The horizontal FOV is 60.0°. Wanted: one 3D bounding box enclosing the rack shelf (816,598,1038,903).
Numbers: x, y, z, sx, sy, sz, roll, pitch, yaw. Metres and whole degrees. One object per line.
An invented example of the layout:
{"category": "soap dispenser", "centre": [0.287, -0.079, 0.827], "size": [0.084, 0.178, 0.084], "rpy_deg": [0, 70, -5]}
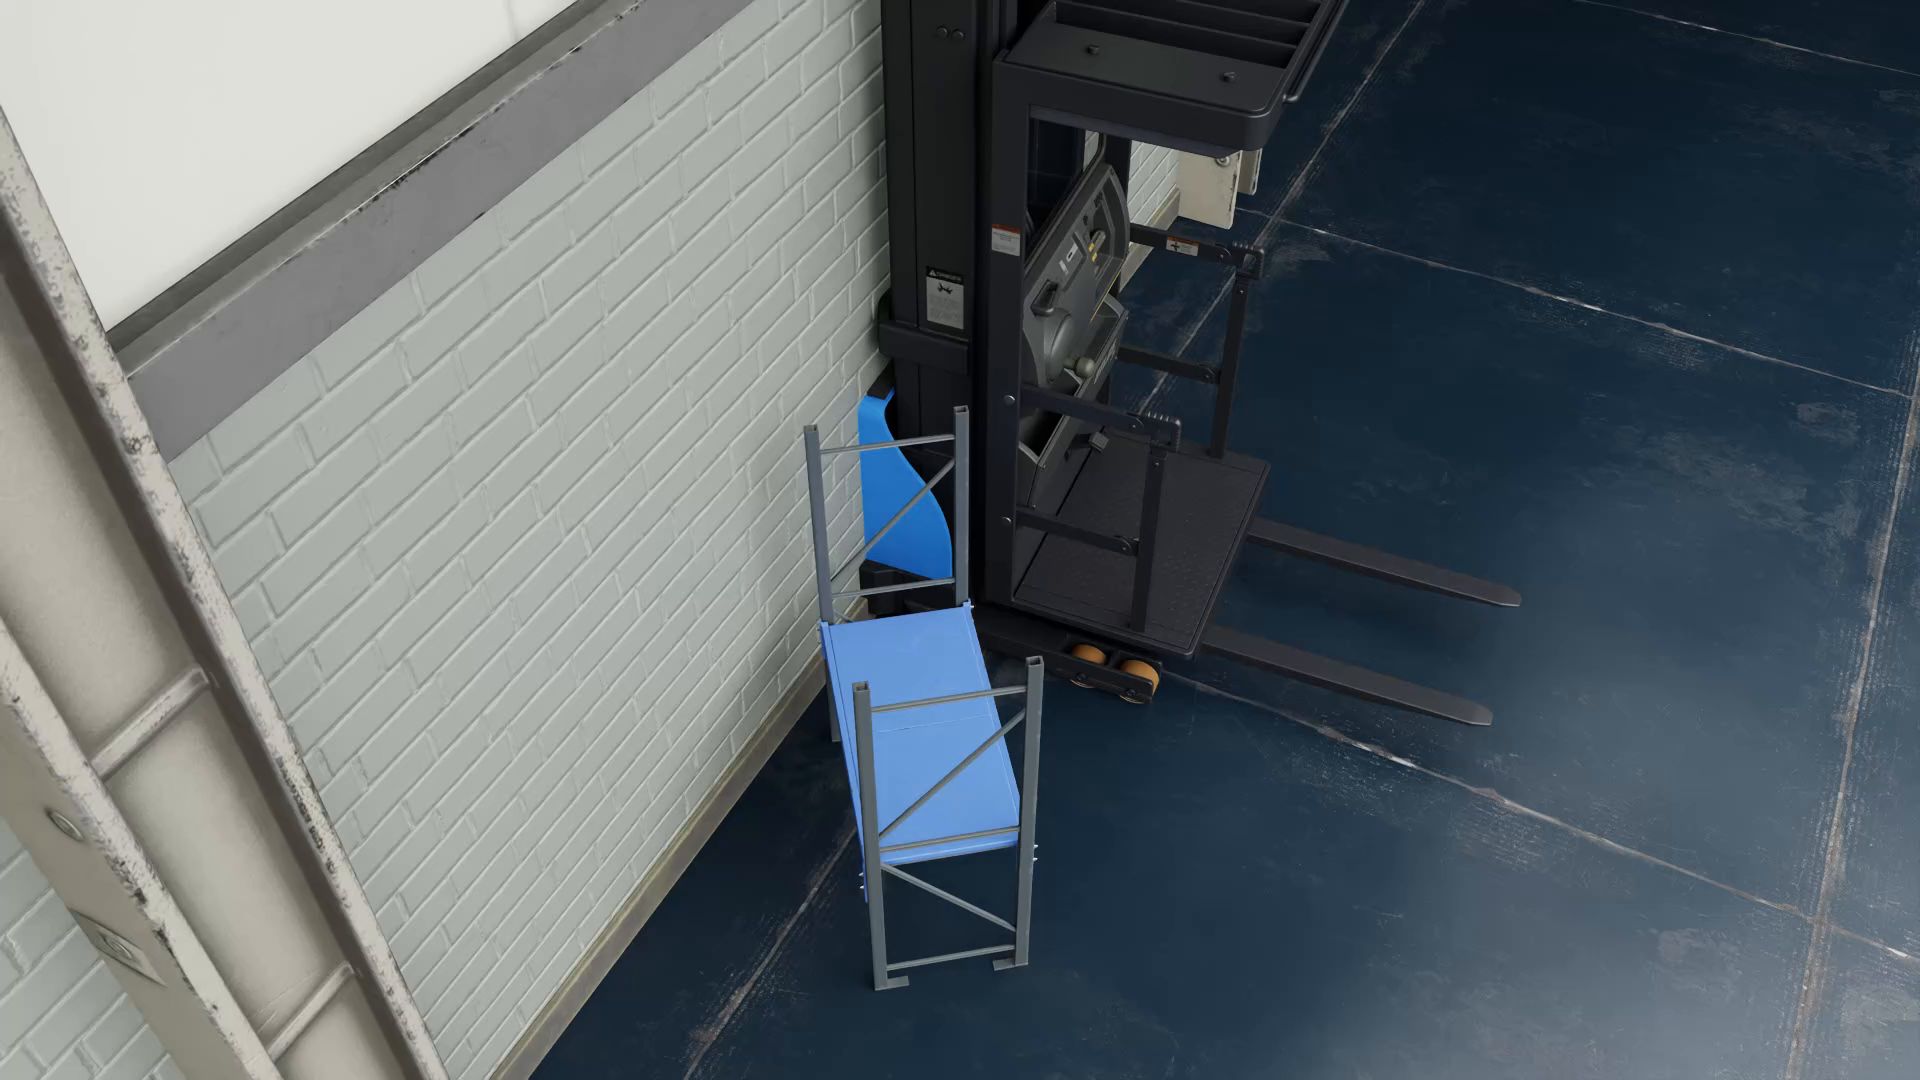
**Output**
{"category": "rack shelf", "centre": [-0.125, 0.644, 5.312], "size": [0.538, 0.185, 1.000], "rpy_deg": [-8, 46, -8]}

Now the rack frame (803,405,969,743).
{"category": "rack frame", "centre": [-0.221, 0.163, 5.535], "size": [0.500, 1.500, 0.032], "rpy_deg": [-8, 46, -8]}

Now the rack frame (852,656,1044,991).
{"category": "rack frame", "centre": [-0.030, 0.873, 4.833], "size": [0.500, 1.500, 0.032], "rpy_deg": [-8, 46, -8]}

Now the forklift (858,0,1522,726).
{"category": "forklift", "centre": [0.581, -0.859, 5.538], "size": [3.031, 2.935, 1.130], "rpy_deg": [16, 48, 16]}

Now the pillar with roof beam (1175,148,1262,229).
{"category": "pillar with roof beam", "centre": [5.105, -3.463, 3.846], "size": [9.100, 9.000, 0.400], "rpy_deg": [20, 49, 19]}

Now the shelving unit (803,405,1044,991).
{"category": "shelving unit", "centre": [-0.125, 0.518, 5.184], "size": [0.538, 1.500, 1.048], "rpy_deg": [-8, 46, -8]}
